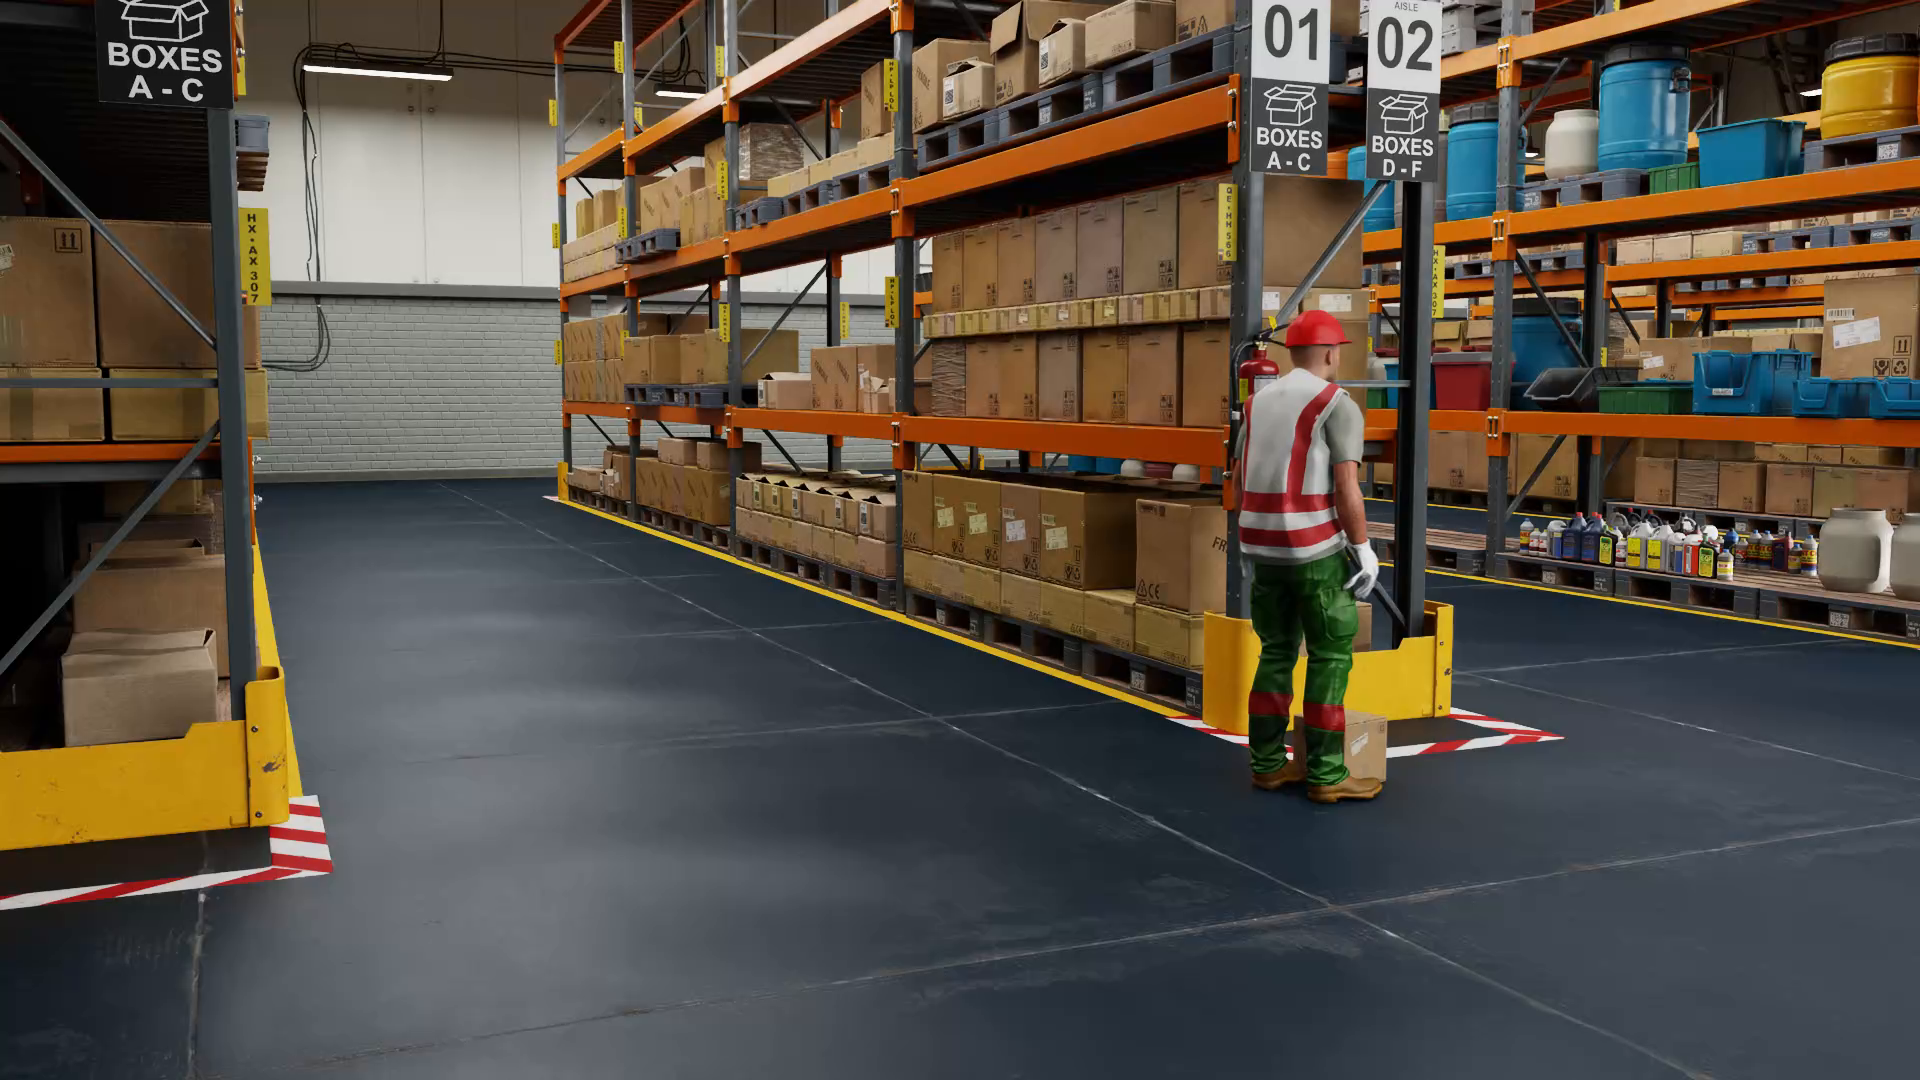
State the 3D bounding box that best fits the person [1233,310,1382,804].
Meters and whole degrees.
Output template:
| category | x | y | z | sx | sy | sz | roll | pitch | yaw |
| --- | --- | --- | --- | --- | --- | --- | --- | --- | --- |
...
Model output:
| category | x | y | z | sx | sy | sz | roll | pitch | yaw |
| --- | --- | --- | --- | --- | --- | --- | --- | --- | --- |
| person | 1.272 | 0.045 | 6.135 | 0.454 | 1.779 | 0.619 | -4 | 7 | -37 |
